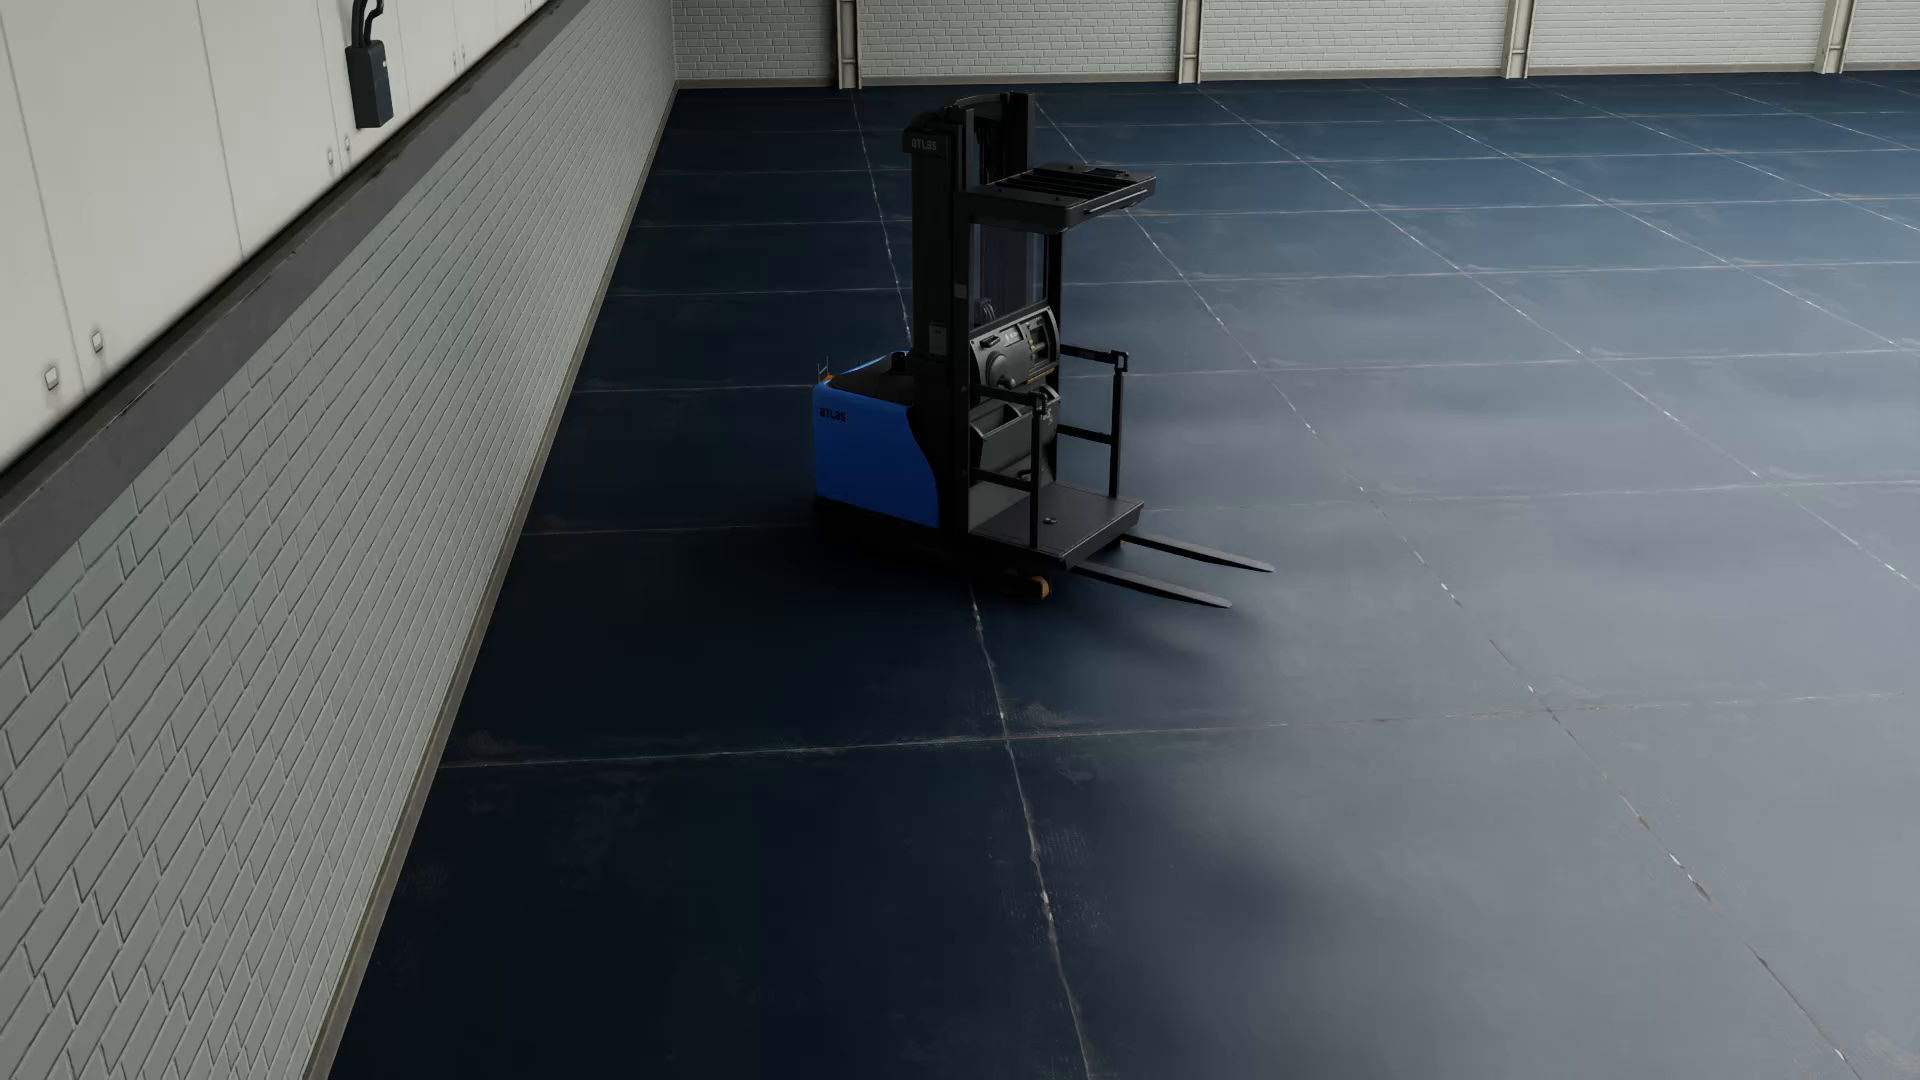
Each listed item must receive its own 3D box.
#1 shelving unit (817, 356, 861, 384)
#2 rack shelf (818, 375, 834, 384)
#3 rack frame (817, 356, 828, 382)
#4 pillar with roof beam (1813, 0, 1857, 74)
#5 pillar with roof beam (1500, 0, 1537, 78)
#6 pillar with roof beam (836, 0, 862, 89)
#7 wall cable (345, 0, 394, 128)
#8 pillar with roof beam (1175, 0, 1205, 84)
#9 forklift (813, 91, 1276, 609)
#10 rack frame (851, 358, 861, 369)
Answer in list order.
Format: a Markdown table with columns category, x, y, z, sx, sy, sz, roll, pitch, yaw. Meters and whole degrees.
| category | x | y | z | sx | sy | sz | roll | pitch | yaw |
| --- | --- | --- | --- | --- | --- | --- | --- | --- | --- |
| shelving unit | -0.831 | -0.747 | 11.639 | 0.252 | 1.050 | 0.215 | 6 | 25 | 13 |
| rack shelf | -0.831 | -0.997 | 11.528 | 0.240 | 0.259 | 0.215 | 6 | 25 | 13 |
| rack frame | -0.949 | -0.759 | 11.666 | 0.008 | 1.050 | 0.200 | 6 | 25 | 13 |
| pillar with roof beam | 16.411 | -10.998 | 24.915 | 0.400 | 9.000 | 9.100 | -2 | 24 | -5 |
| pillar with roof beam | 10.440 | -10.759 | 24.376 | 0.400 | 9.000 | 9.100 | -2 | 24 | -5 |
| pillar with roof beam | -1.502 | -10.280 | 23.298 | 0.400 | 9.000 | 9.100 | -2 | 24 | -5 |
| wall cable | -2.808 | -5.096 | 7.449 | 0.169 | 6.003 | 2.305 | -2 | 24 | -5 |
| pillar with roof beam | 4.469 | -10.519 | 23.837 | 0.400 | 9.000 | 9.100 | -2 | 24 | -5 |
| forklift | 0.521 | -1.195 | 10.330 | 3.031 | 2.935 | 1.130 | 16 | 28 | 31 |
| rack frame | -0.713 | -0.735 | 11.612 | 0.008 | 1.050 | 0.200 | 6 | 25 | 13 |
